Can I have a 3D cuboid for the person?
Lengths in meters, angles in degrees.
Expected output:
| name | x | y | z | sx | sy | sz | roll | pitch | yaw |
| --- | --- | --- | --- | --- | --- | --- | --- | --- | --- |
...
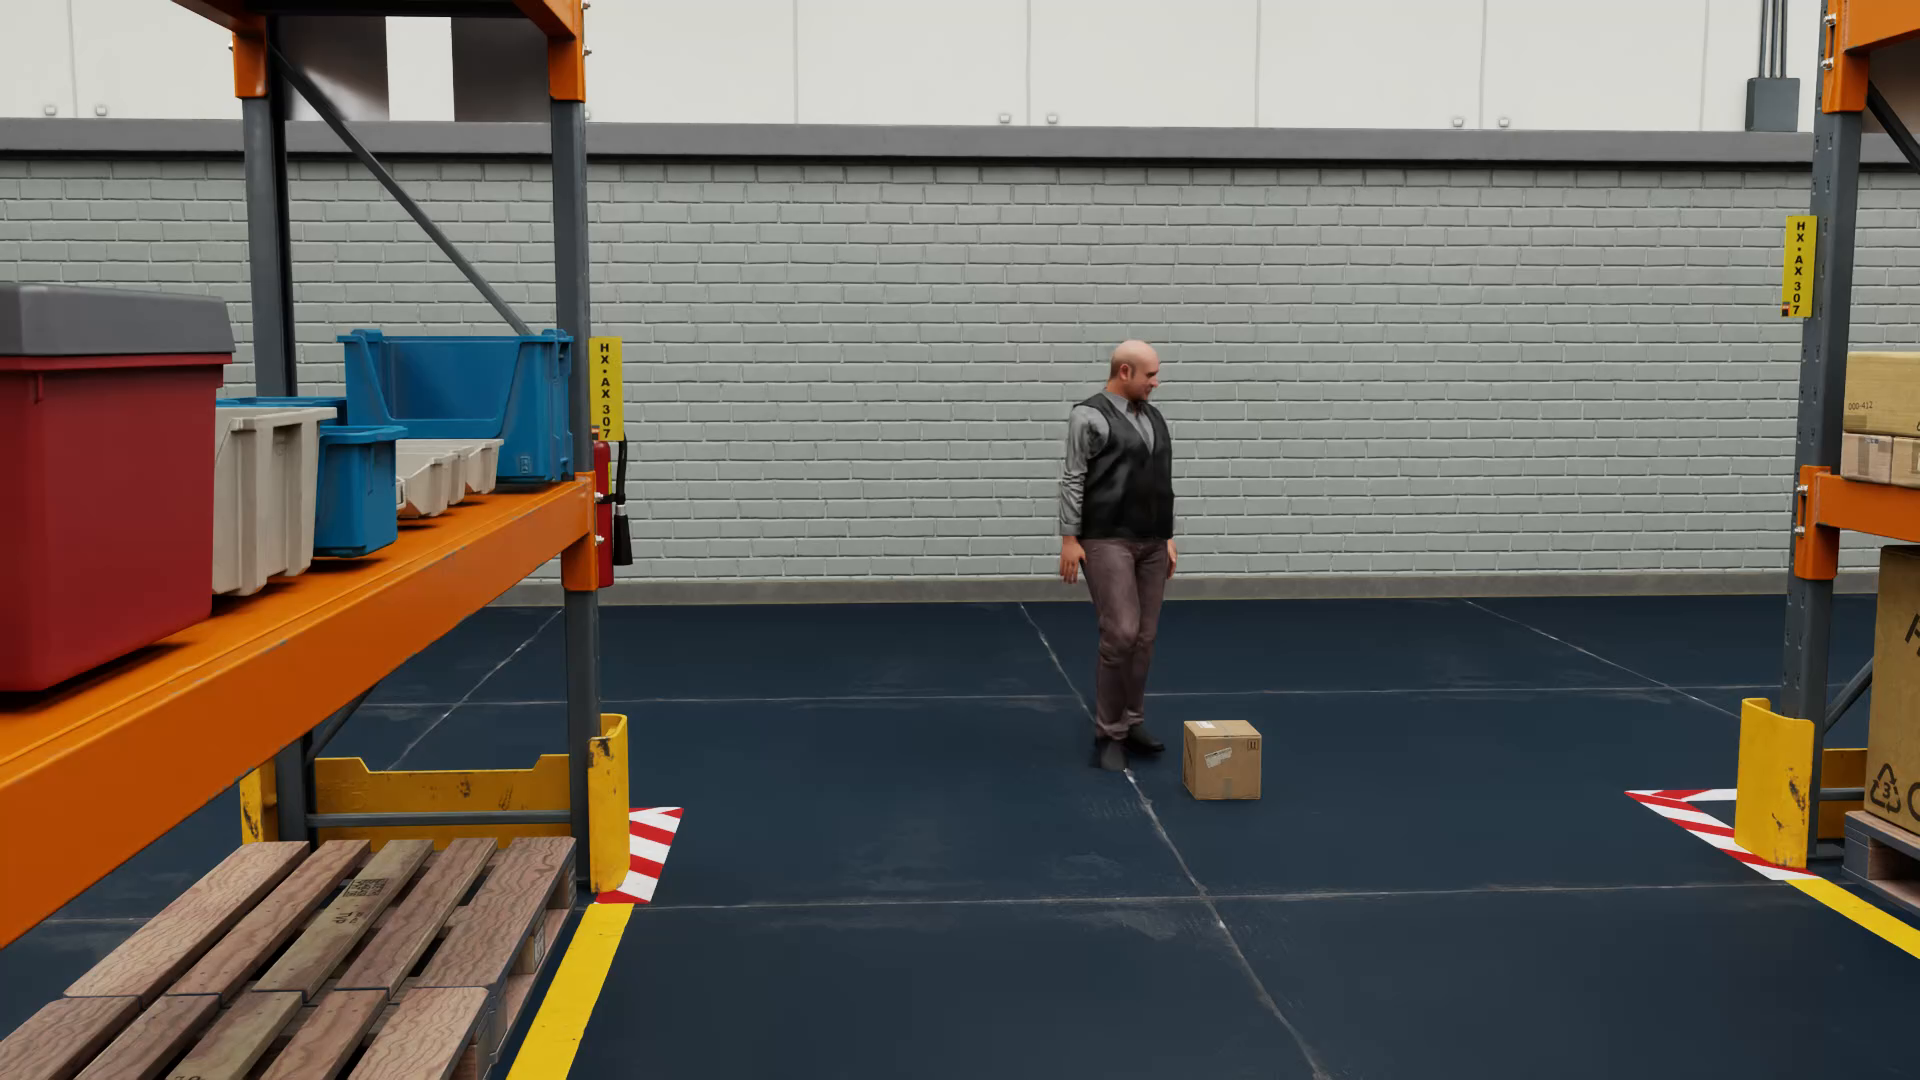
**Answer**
| name | x | y | z | sx | sy | sz | roll | pitch | yaw |
| --- | --- | --- | --- | --- | --- | --- | --- | --- | --- |
| person | 0.725 | 0.083 | 6.870 | 0.569 | 1.807 | 0.434 | -5 | 9 | -38 |
